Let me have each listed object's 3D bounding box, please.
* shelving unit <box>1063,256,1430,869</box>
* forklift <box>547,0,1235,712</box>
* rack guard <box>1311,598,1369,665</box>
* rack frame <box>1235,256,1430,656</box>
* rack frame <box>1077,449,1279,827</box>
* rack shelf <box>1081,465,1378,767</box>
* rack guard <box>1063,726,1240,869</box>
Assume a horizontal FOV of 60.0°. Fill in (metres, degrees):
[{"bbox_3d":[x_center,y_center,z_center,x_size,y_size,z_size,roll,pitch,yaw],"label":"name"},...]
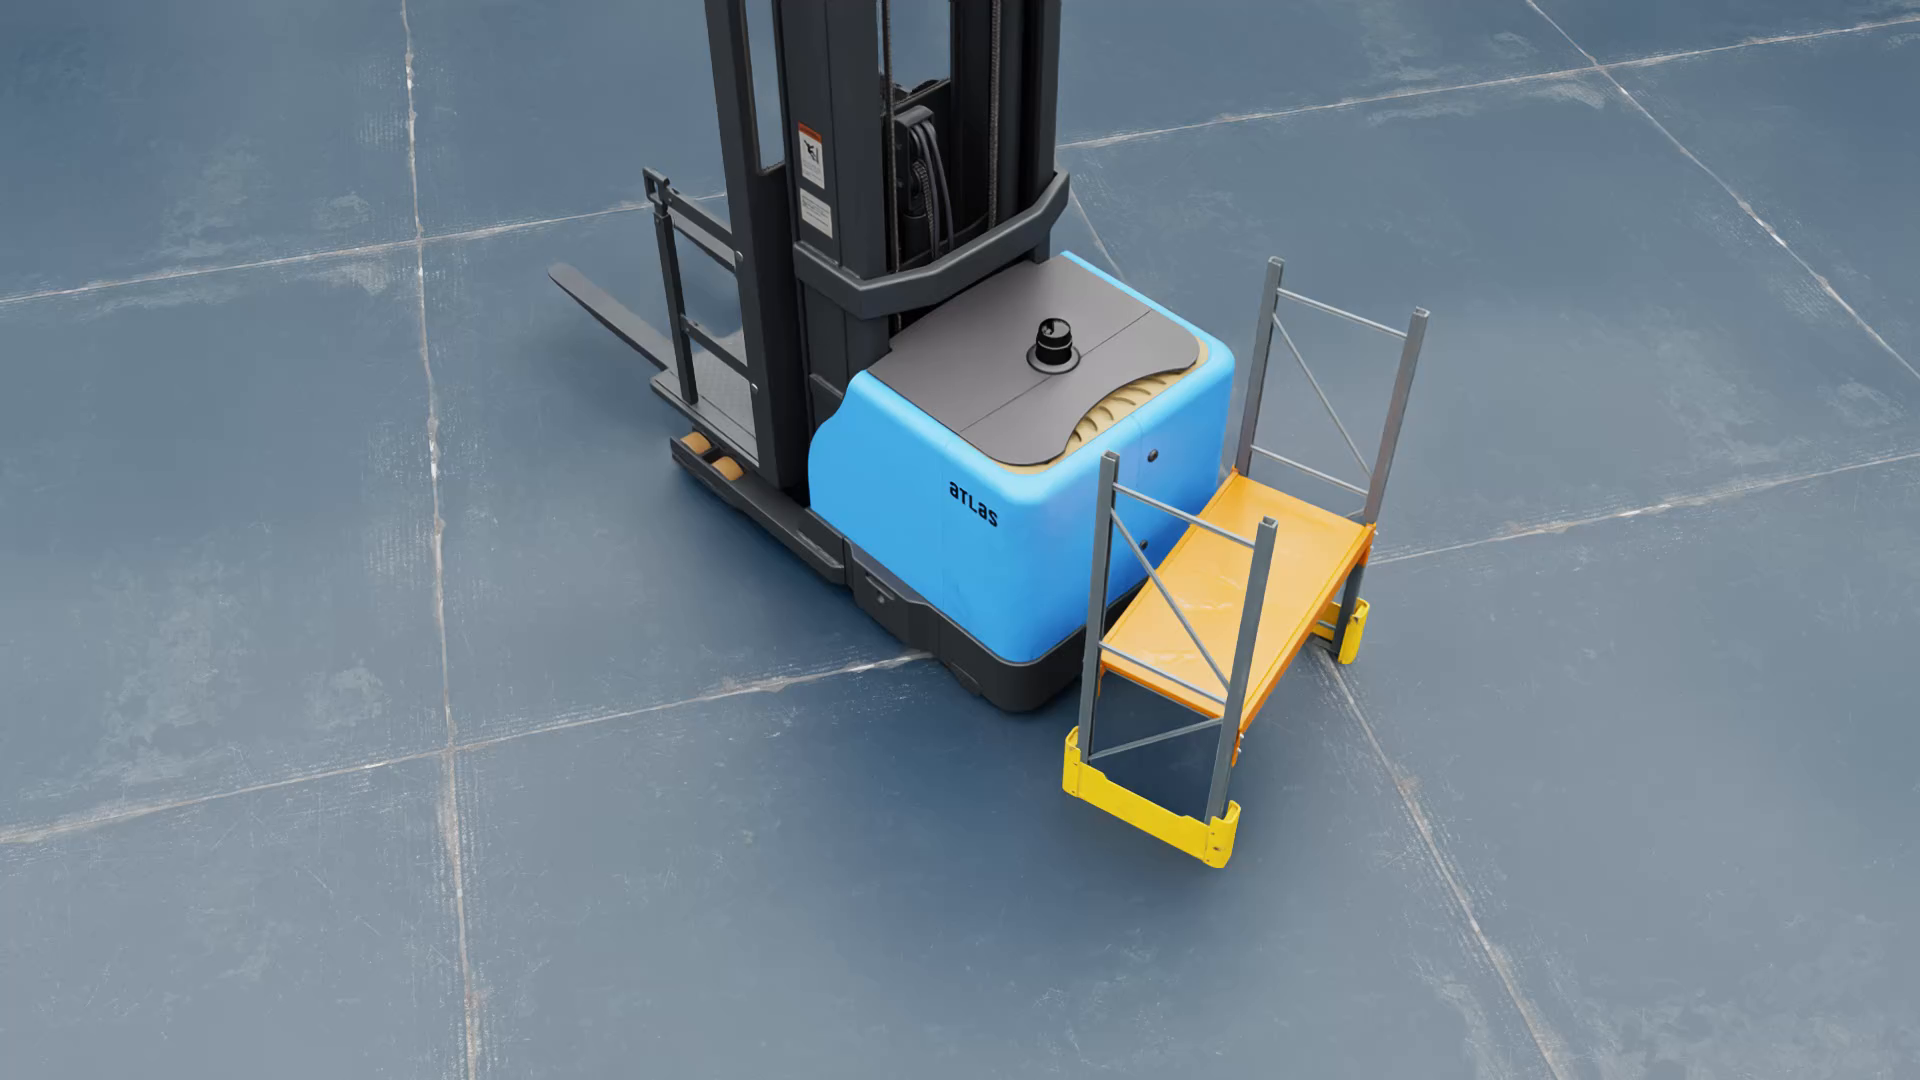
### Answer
[{"bbox_3d":[0.867,0.079,5.123,0.587,1.500,1.083,25,51,22],"label":"shelving unit"},{"bbox_3d":[-0.474,-1.407,5.577,1.130,2.935,3.031,-34,55,-29],"label":"forklift"},{"bbox_3d":[1.137,0.217,5.862,0.587,0.250,0.087,25,51,22],"label":"rack guard"},{"bbox_3d":[1.138,-0.221,5.416,0.500,1.500,0.032,25,51,22],"label":"rack frame"},{"bbox_3d":[0.587,0.390,4.818,0.500,1.500,0.032,25,51,22],"label":"rack frame"},{"bbox_3d":[0.863,0.210,5.246,0.538,0.185,1.000,25,51,22],"label":"rack shelf"},{"bbox_3d":[0.598,0.815,5.276,0.587,0.250,0.087,25,51,22],"label":"rack guard"}]
